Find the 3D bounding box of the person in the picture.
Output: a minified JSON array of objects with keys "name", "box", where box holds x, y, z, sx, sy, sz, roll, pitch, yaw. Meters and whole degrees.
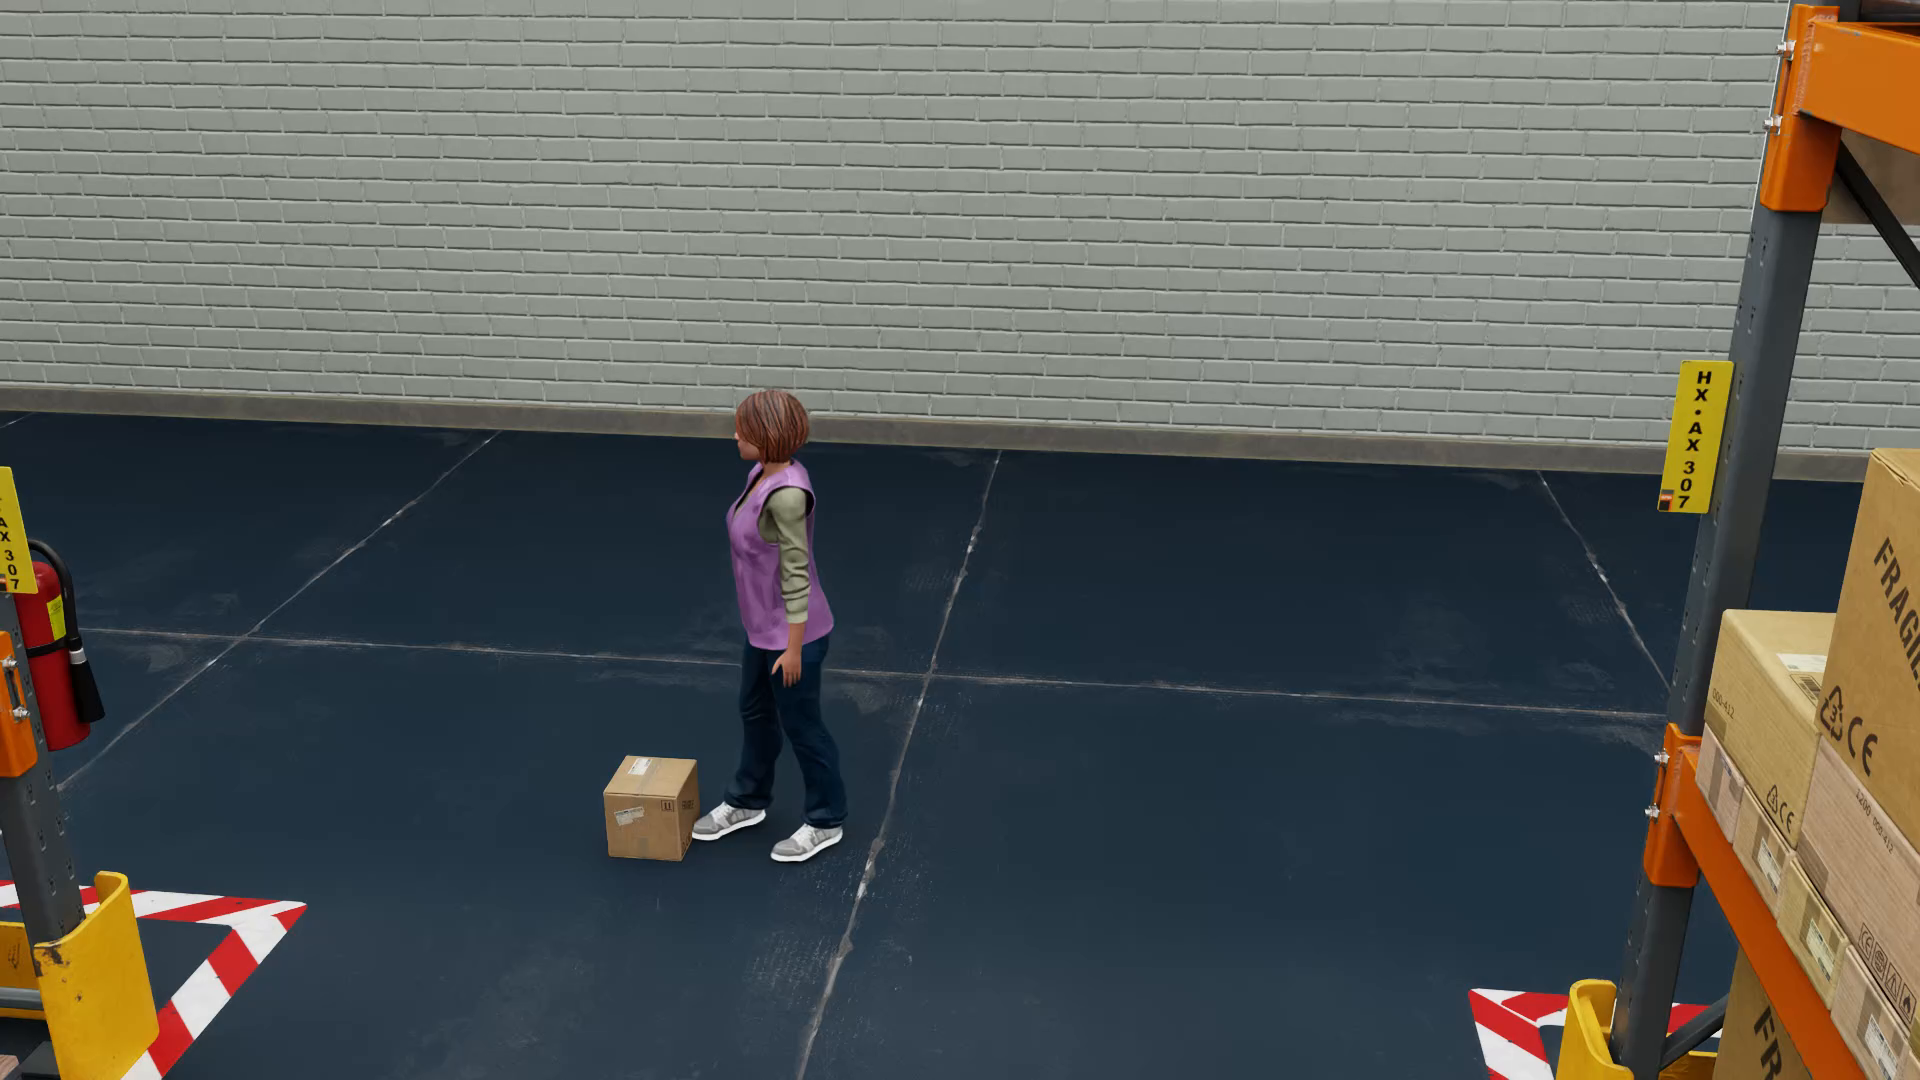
[{"name":"person","box":[-0.633,0.297,5.317,0.522,1.601,0.437,-6,22,-14]}]
